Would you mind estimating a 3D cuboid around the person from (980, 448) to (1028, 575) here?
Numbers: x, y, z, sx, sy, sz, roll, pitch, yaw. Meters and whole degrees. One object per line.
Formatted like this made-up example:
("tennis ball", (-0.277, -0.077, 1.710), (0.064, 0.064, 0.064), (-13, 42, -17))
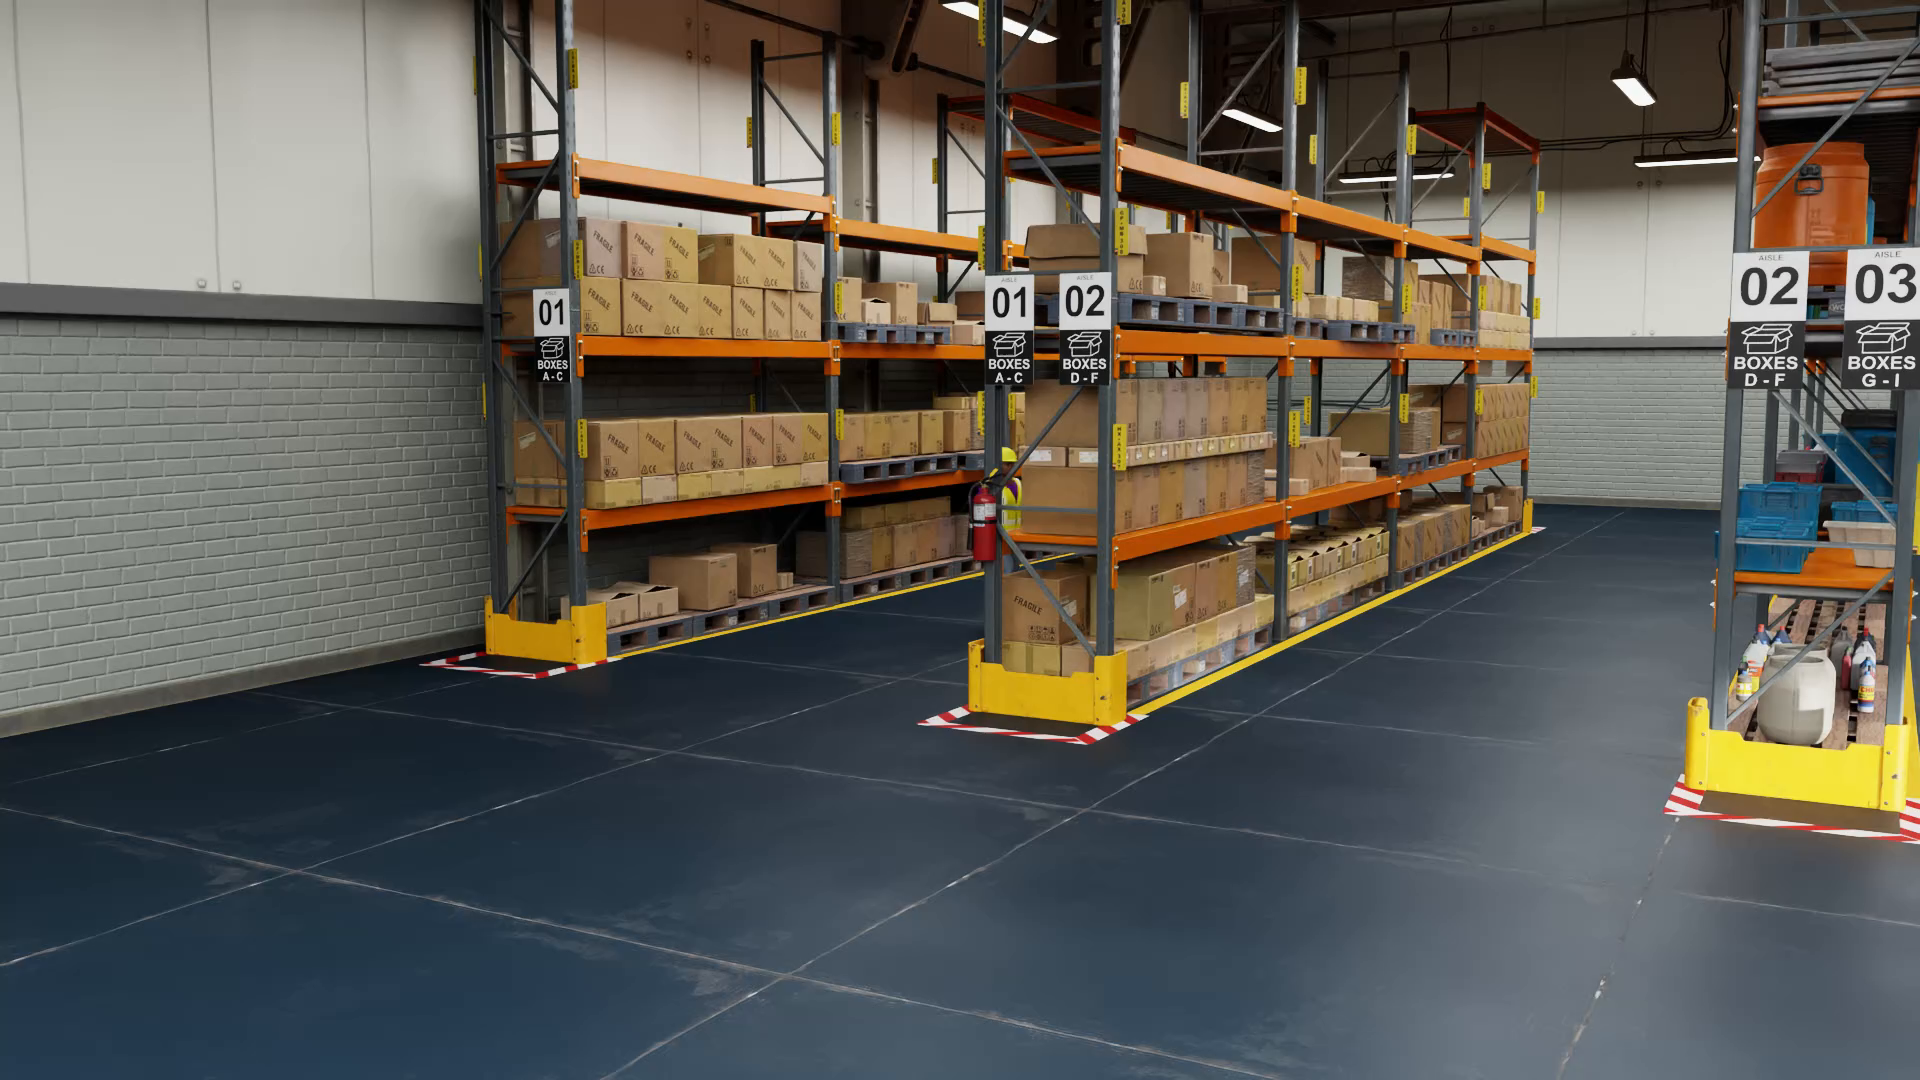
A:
("person", (0.524, -0.006, 16.073), (0.570, 1.763, 0.633), (-5, 8, -42))
